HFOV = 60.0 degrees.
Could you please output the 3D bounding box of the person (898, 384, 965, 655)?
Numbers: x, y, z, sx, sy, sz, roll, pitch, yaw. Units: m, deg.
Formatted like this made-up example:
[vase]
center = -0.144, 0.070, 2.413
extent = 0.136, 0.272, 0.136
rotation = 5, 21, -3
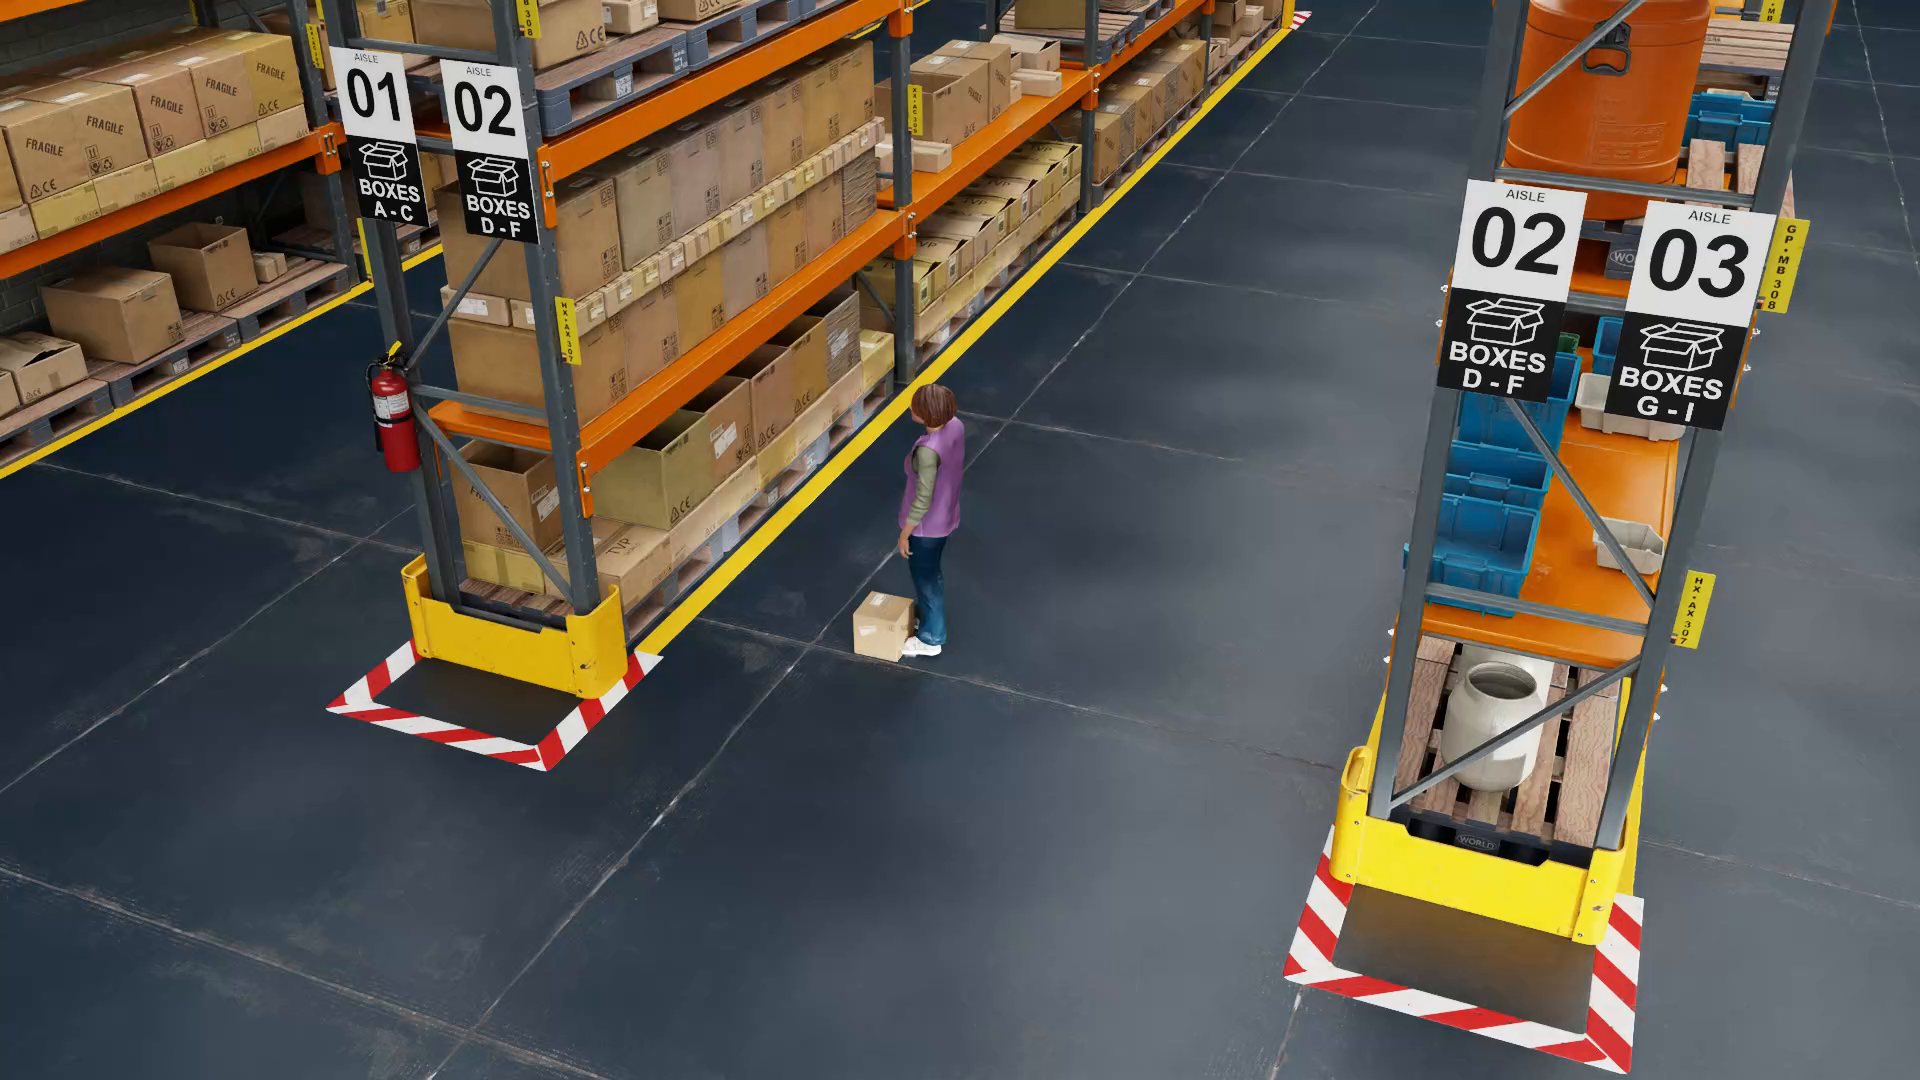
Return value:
[person]
center = -0.222, -0.108, 8.562
extent = 0.473, 1.599, 0.519
rotation = 12, 32, 19
